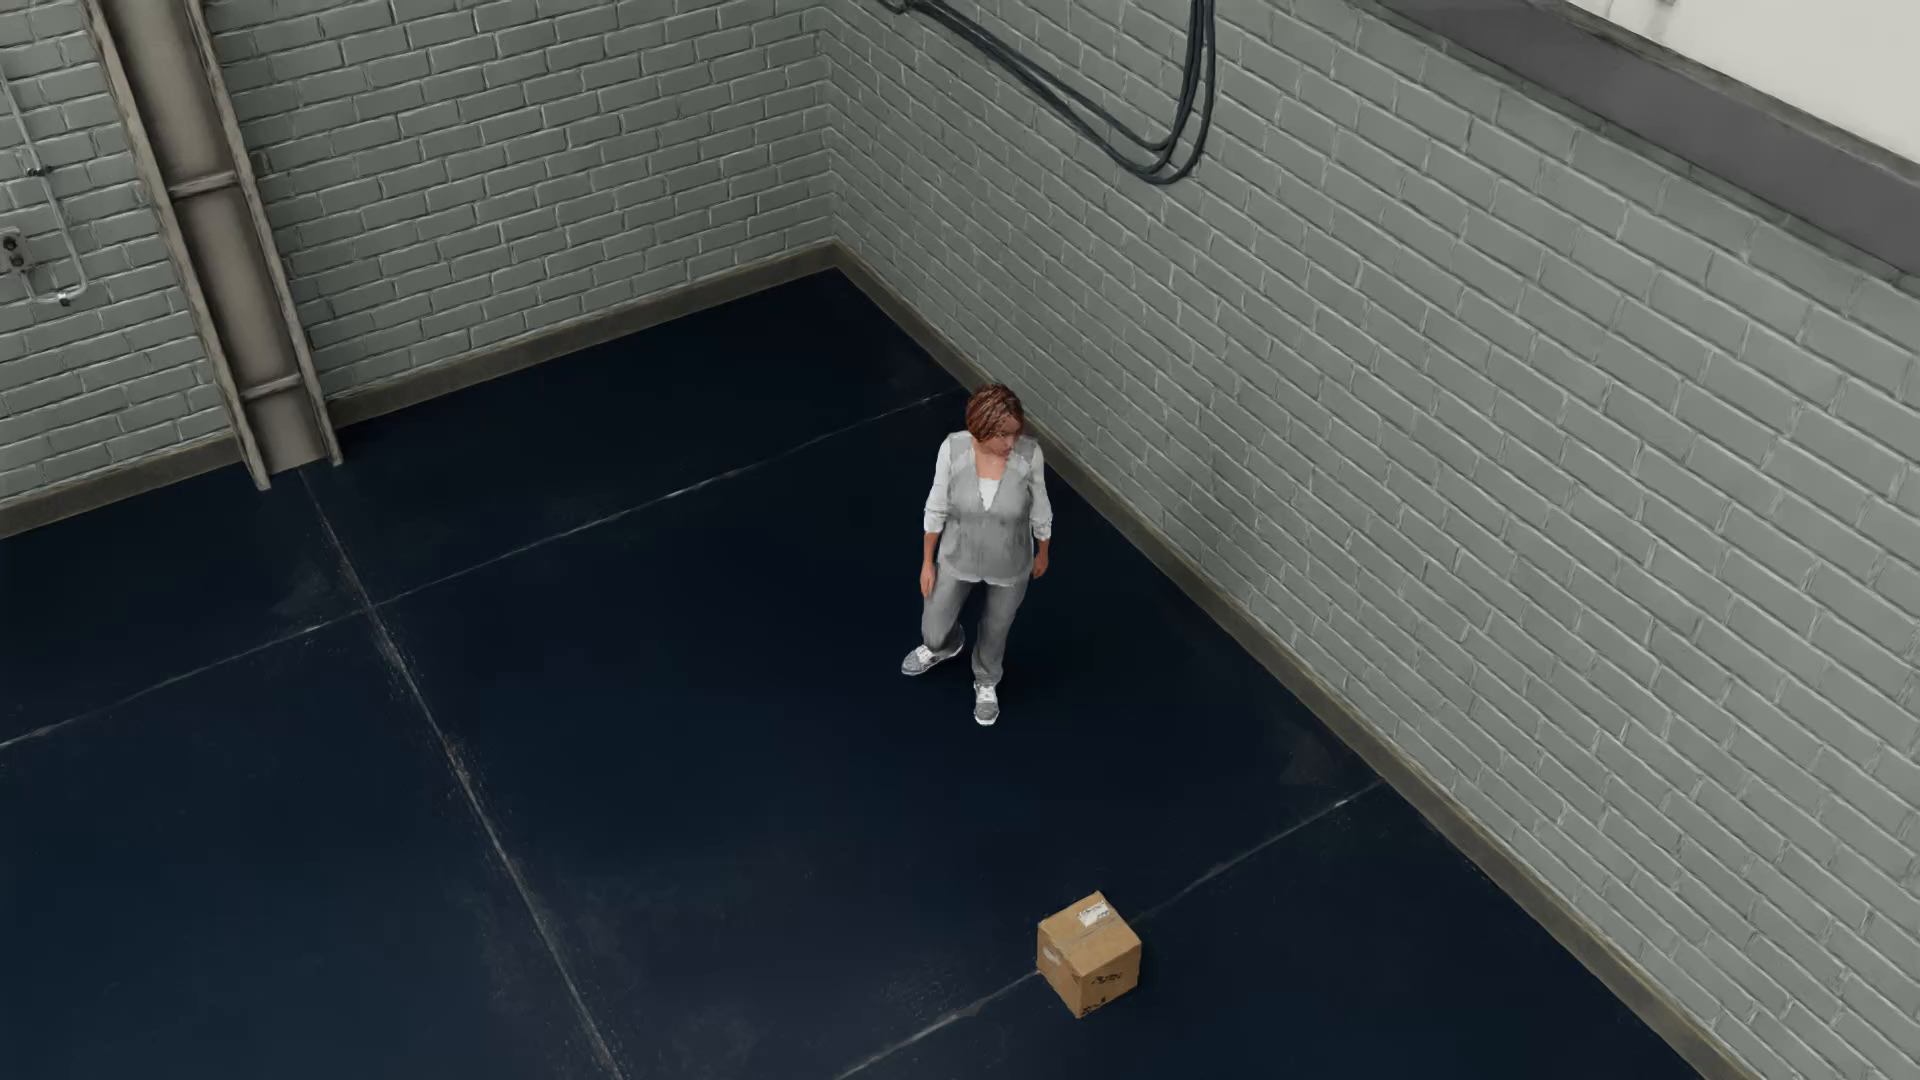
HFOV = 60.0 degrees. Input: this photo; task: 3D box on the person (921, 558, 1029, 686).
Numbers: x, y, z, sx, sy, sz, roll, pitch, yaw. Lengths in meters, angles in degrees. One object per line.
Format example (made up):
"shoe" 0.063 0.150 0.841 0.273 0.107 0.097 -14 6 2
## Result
"person" 0.061 0.264 6.278 0.400 0.876 0.380 3 41 3
